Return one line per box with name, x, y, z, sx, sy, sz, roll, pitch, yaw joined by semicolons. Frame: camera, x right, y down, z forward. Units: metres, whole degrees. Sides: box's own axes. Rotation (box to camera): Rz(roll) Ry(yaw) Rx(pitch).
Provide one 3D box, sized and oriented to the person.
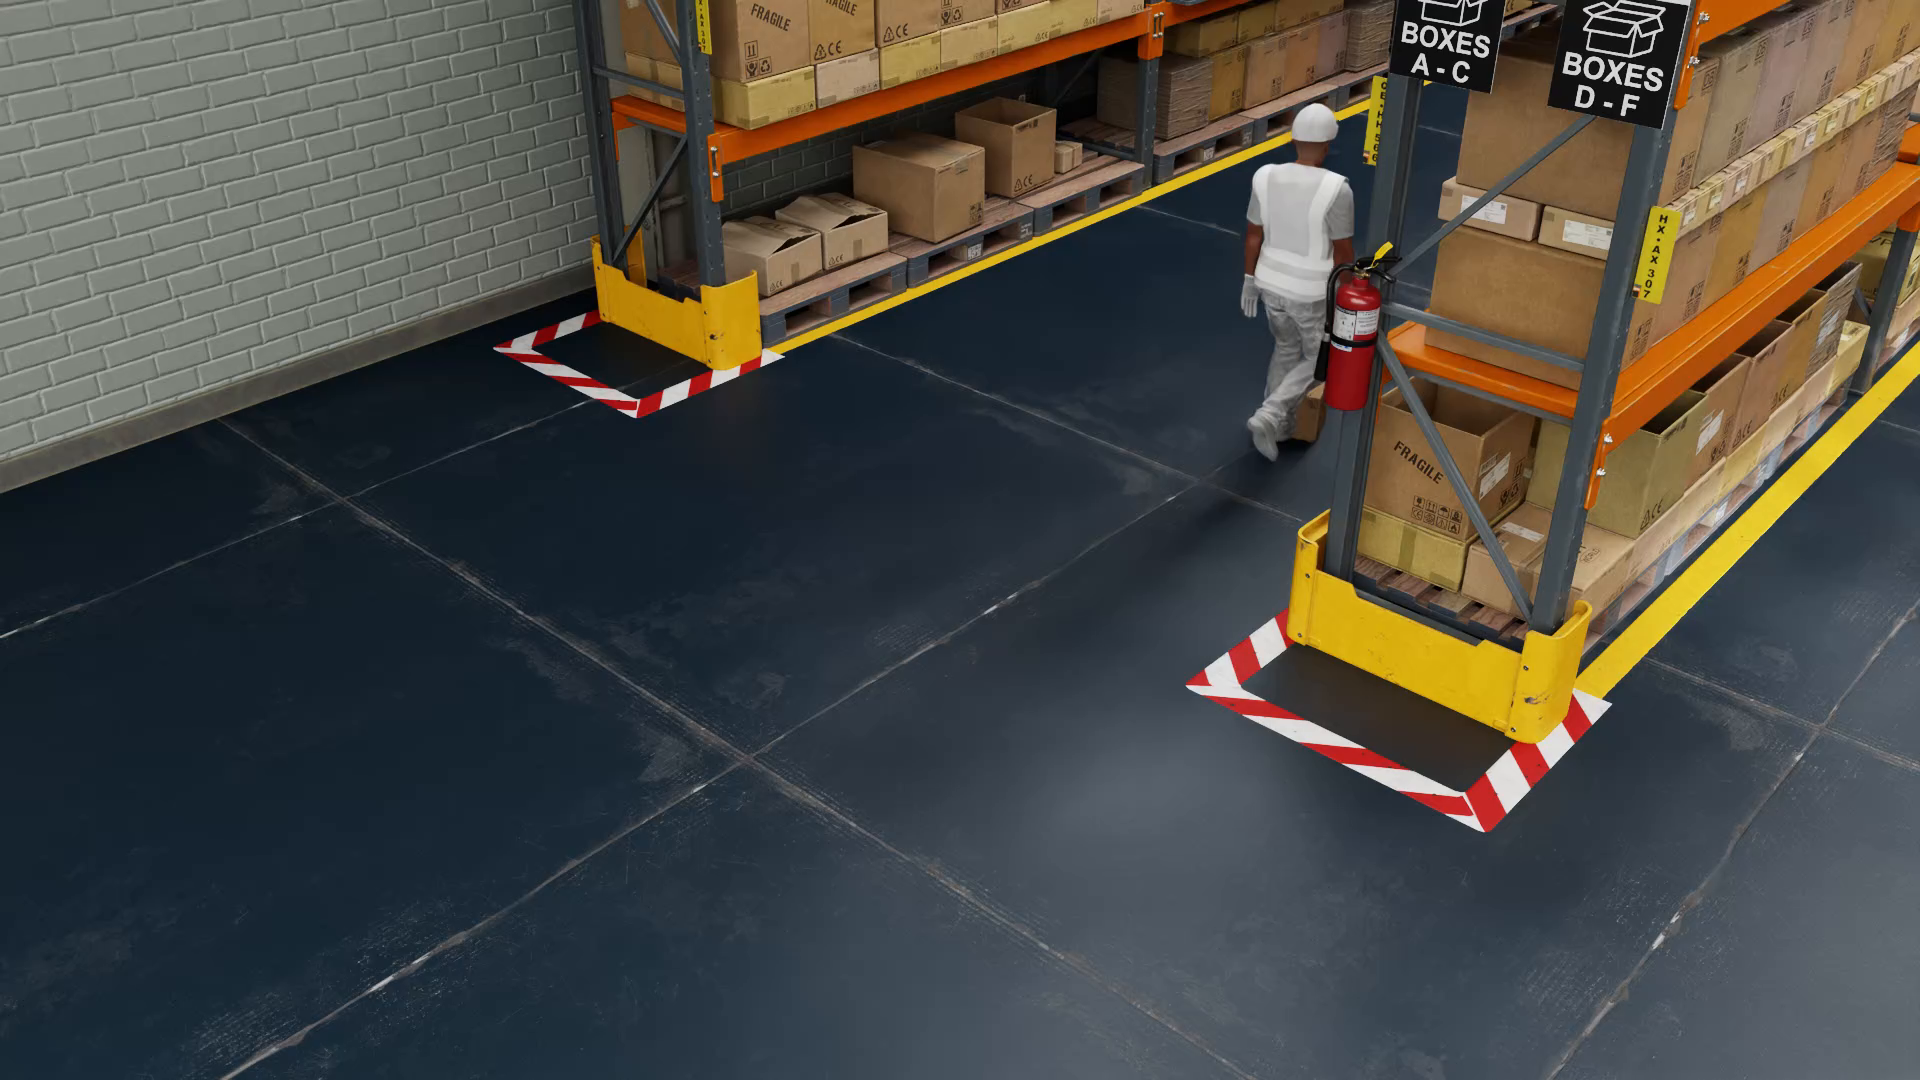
person;1.627;-1.228;8.114;0.570;1.765;0.725;27;40;37
